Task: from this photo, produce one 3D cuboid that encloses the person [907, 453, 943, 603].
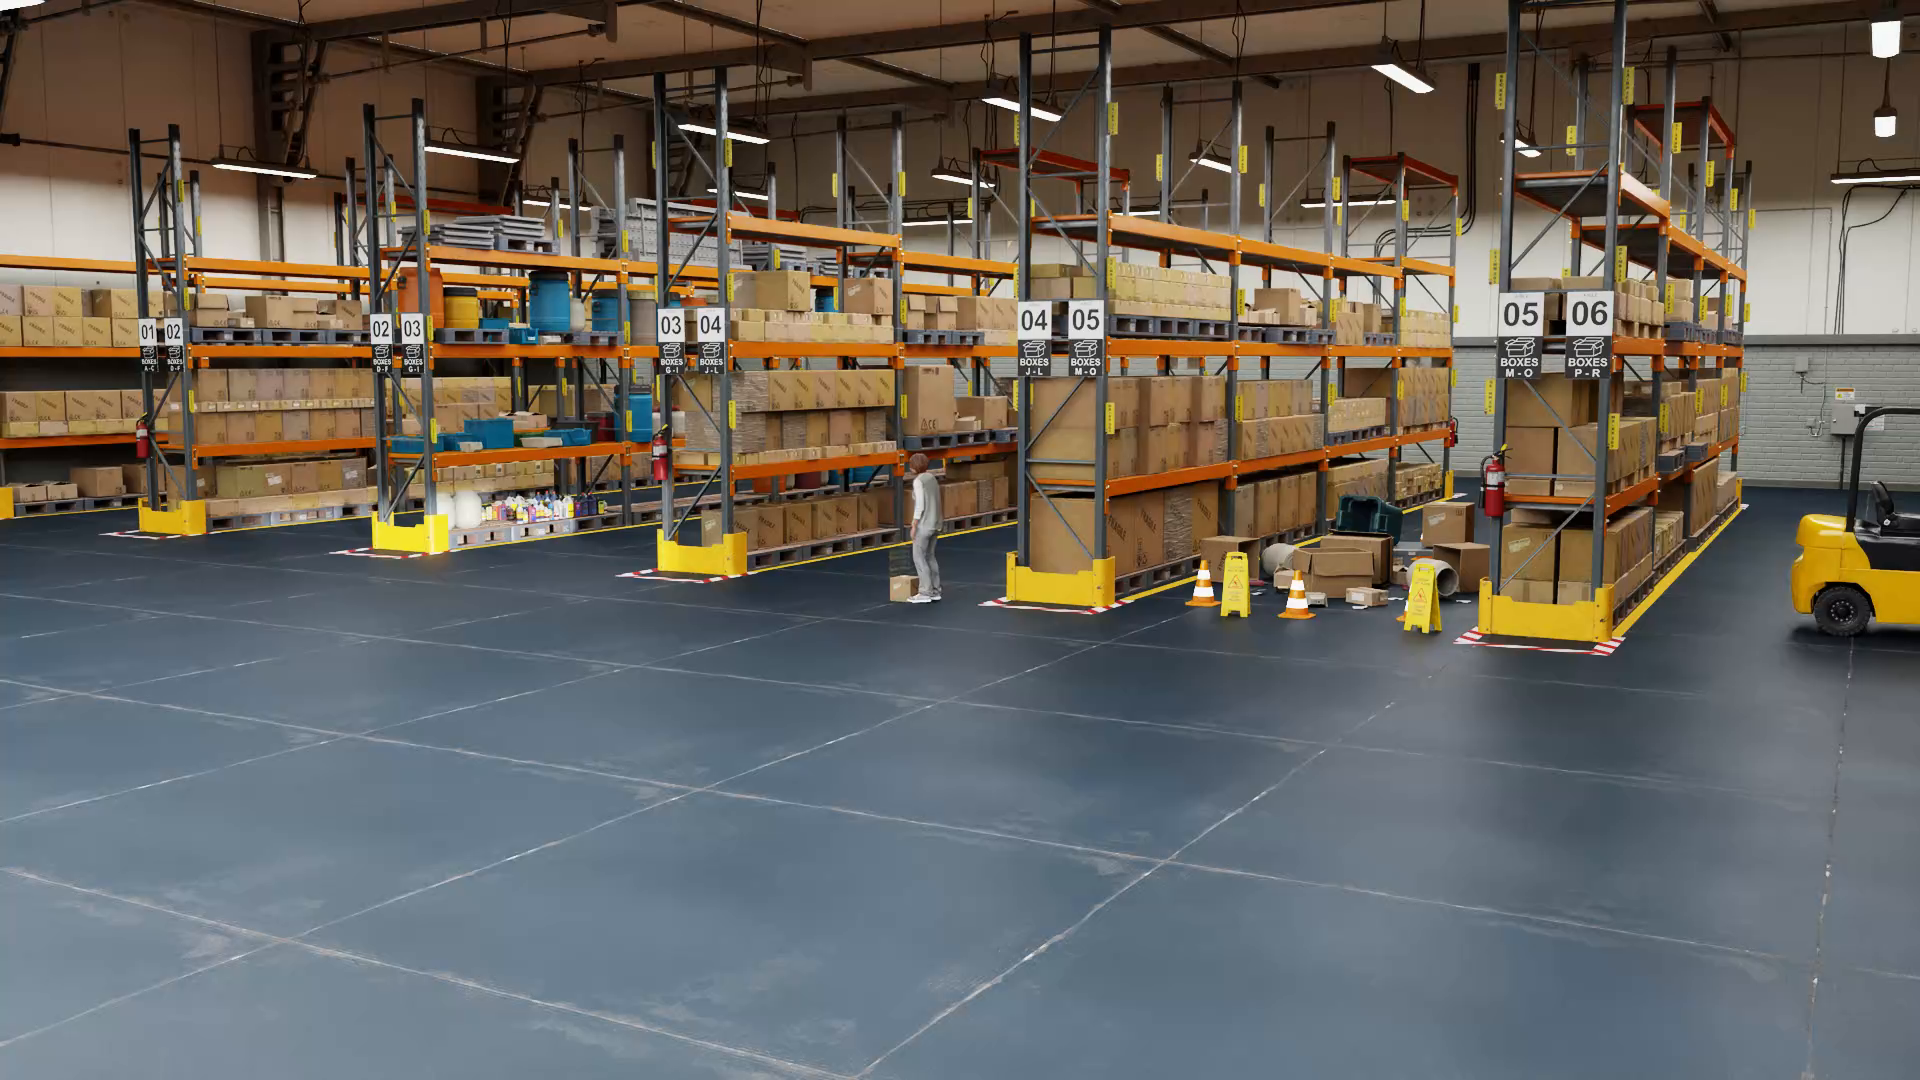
[{"bbox_3d":[-0.371,-0.130,17.771,0.345,1.593,0.479,3,7,27],"label":"person"}]
